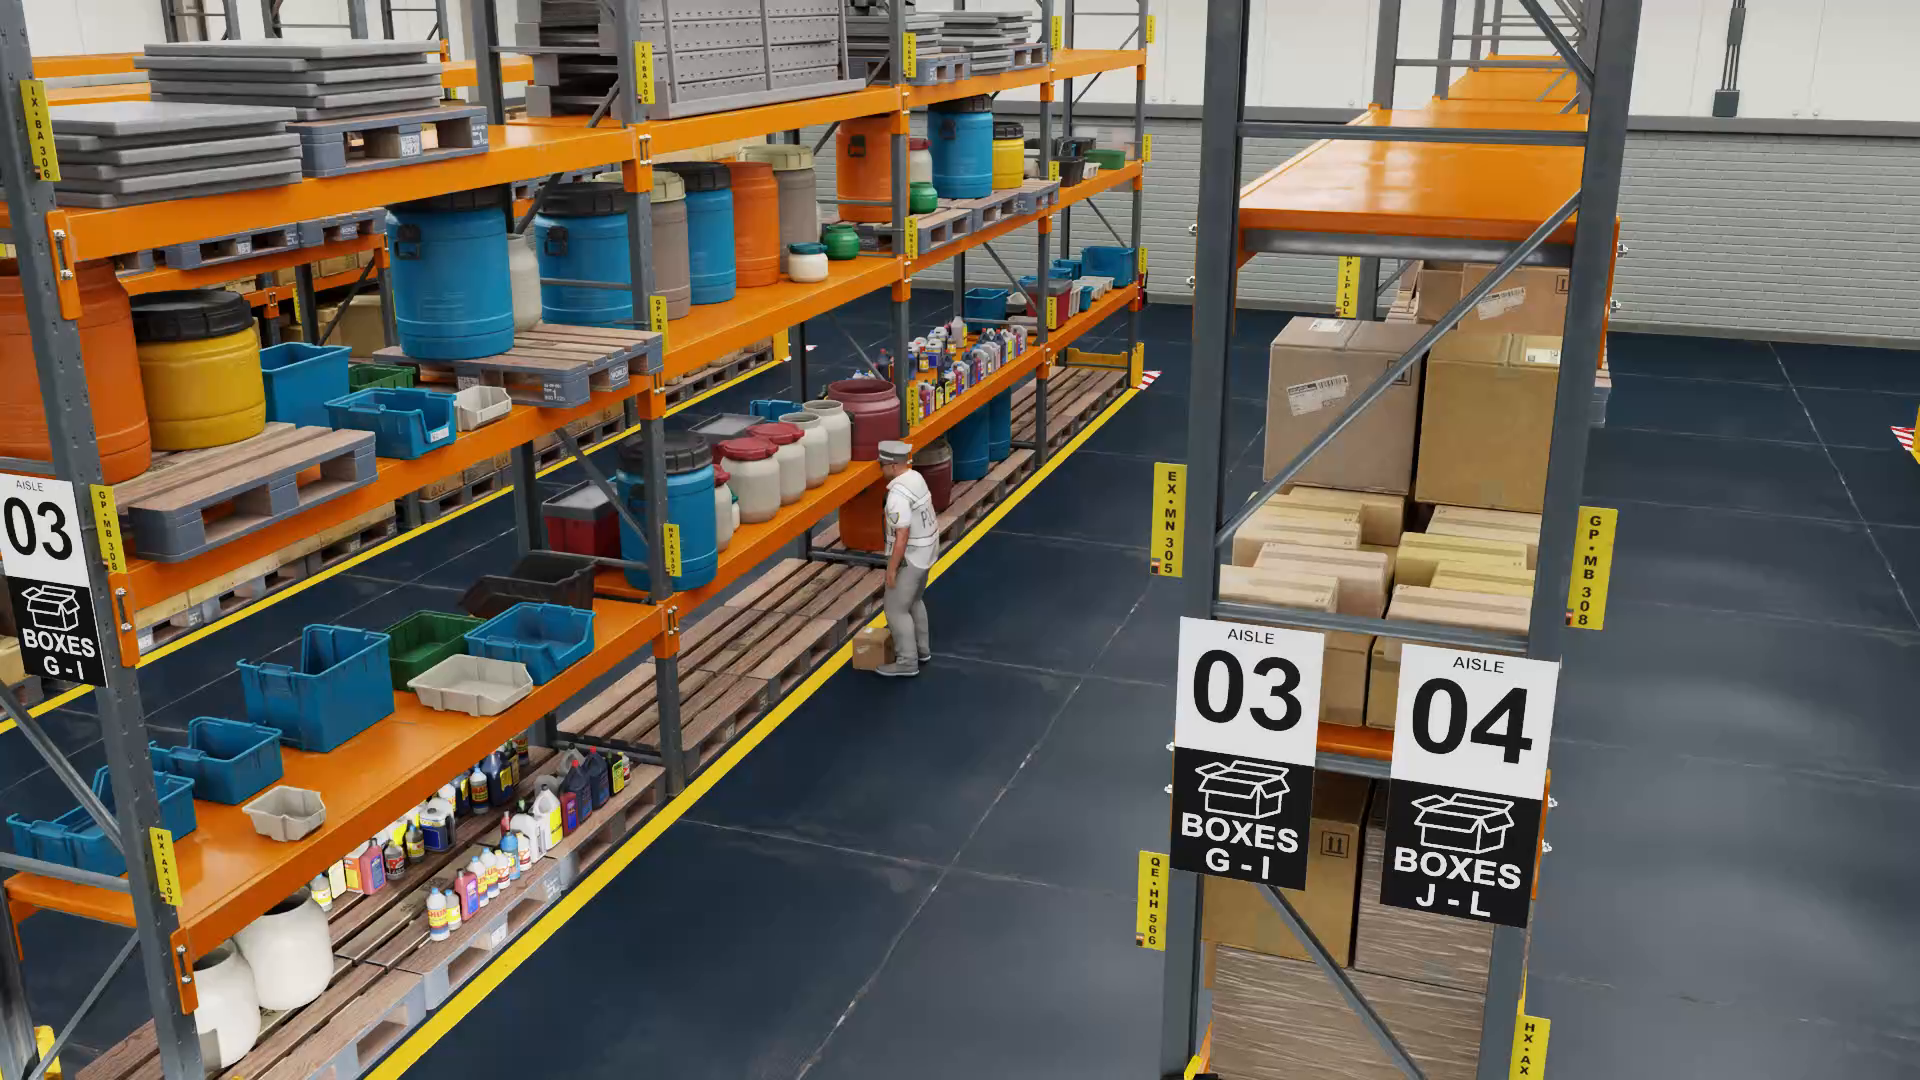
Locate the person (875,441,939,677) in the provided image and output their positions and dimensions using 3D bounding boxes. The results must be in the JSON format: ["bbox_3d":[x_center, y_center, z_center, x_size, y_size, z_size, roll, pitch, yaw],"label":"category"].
[{"bbox_3d":[-0.383,0.132,12.154,0.434,1.749,0.606,5,19,15],"label":"person"}]
